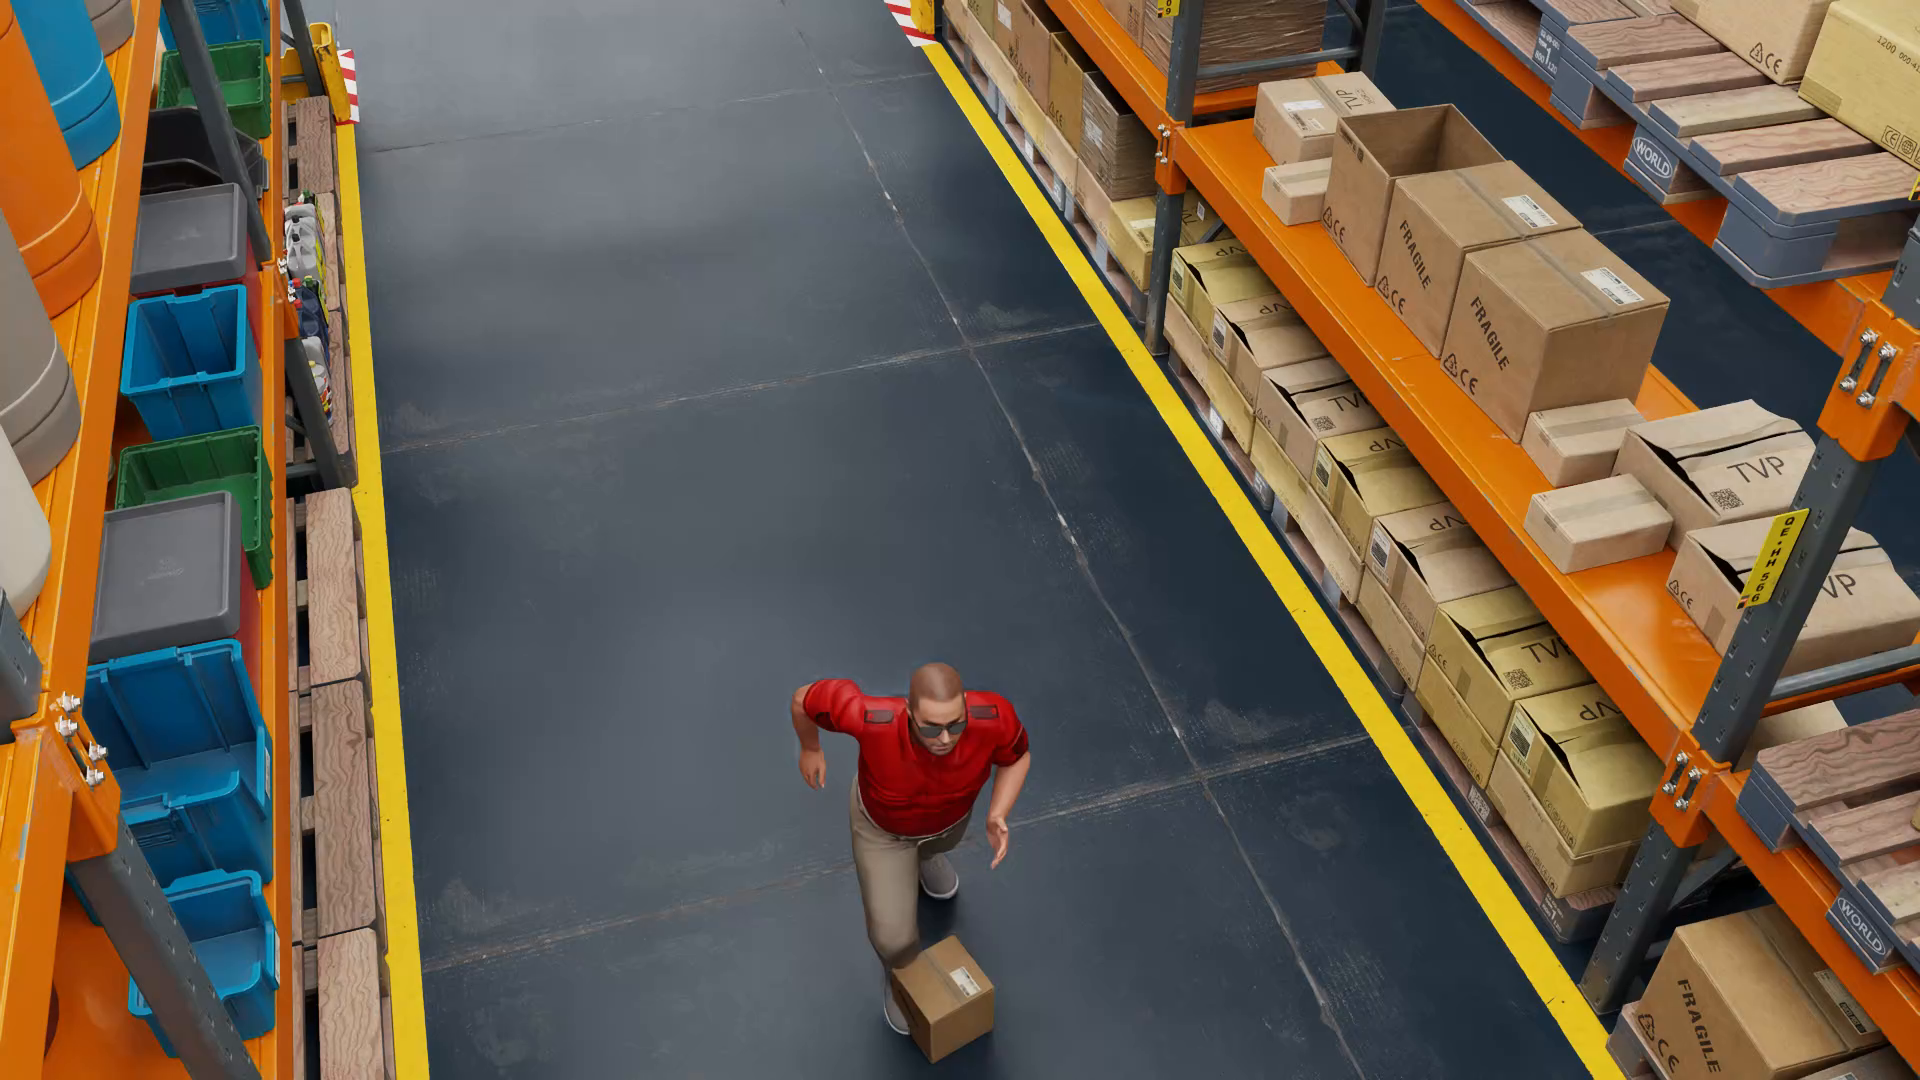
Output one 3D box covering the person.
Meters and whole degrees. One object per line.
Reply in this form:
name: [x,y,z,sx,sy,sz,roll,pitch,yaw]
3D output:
person: [-0.142,0.866,5.267,0.652,1.663,0.981,-15,44,-16]
